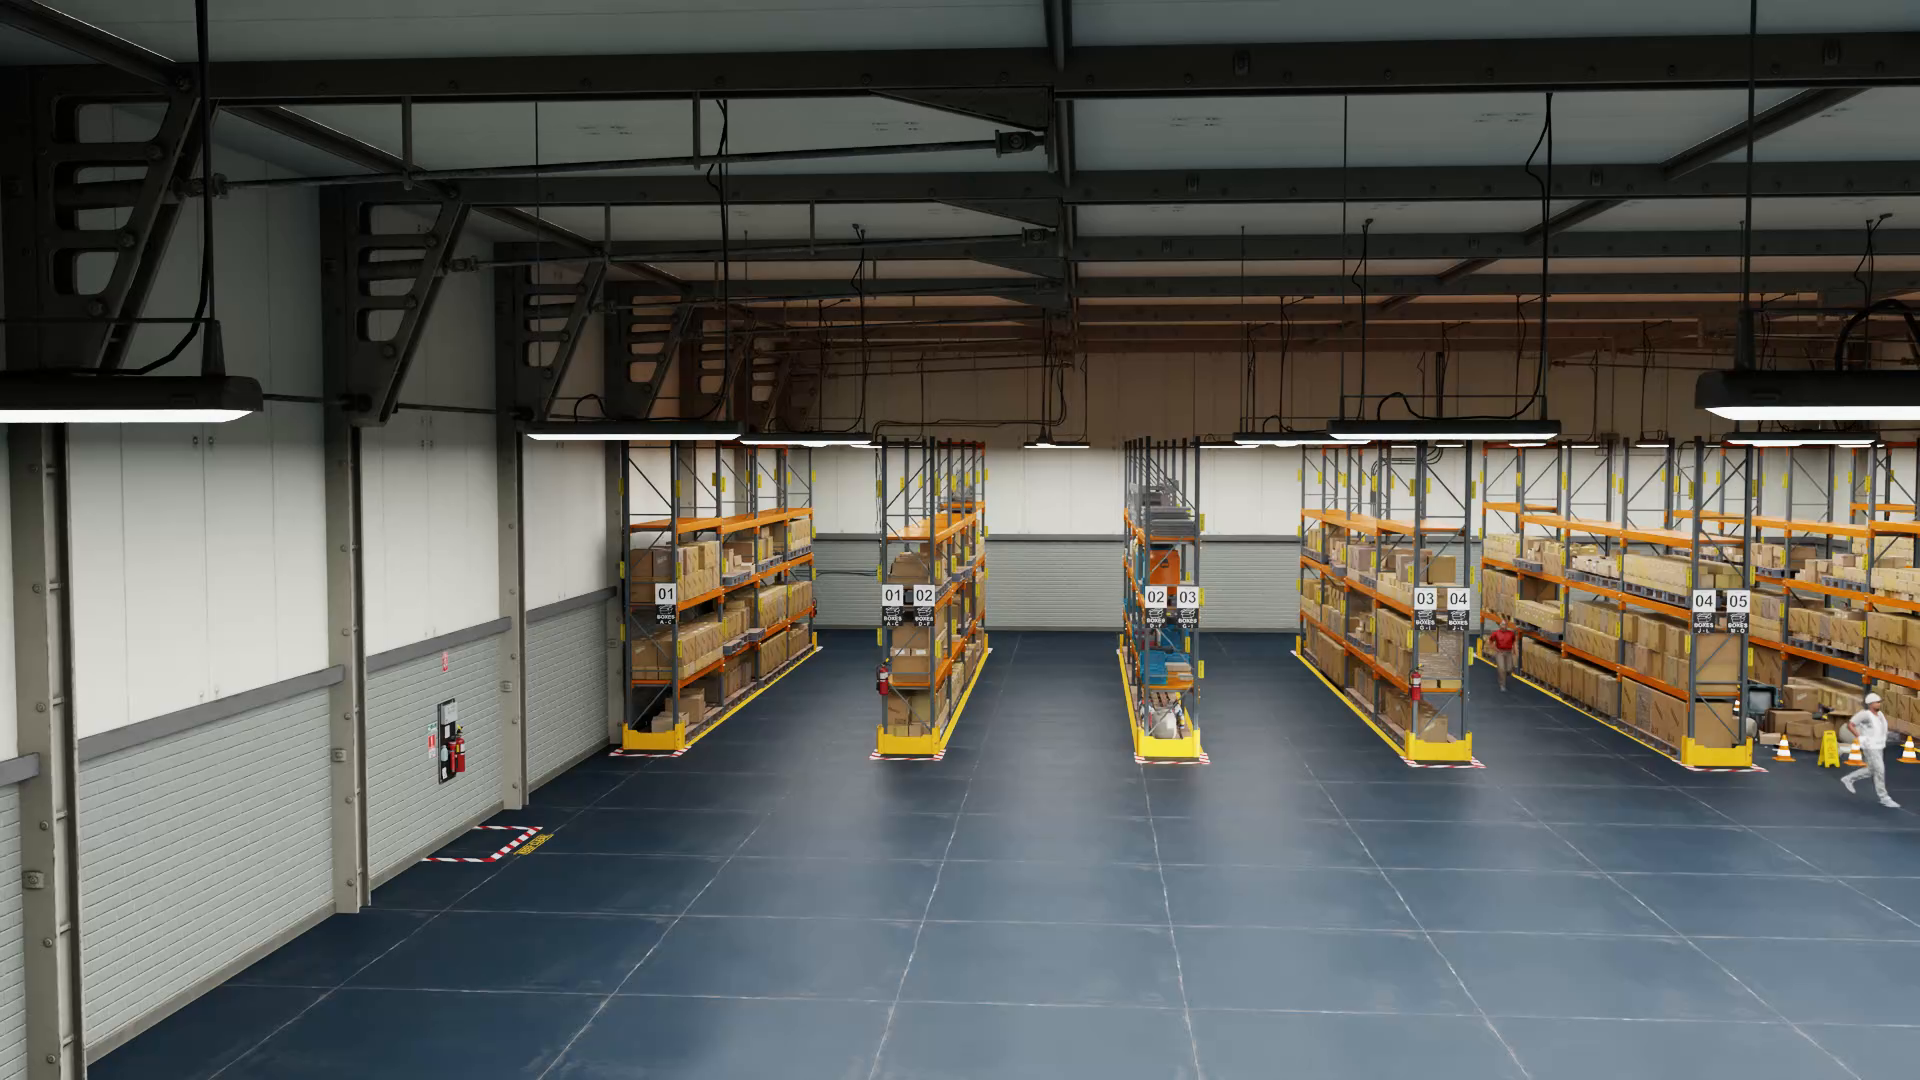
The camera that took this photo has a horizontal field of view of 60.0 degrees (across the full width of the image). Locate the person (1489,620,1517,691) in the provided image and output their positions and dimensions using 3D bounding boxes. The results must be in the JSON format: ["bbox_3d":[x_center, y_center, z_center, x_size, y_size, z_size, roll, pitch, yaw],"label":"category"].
[{"bbox_3d":[13.038,2.756,39.921,0.665,1.683,0.597,0,3,3],"label":"person"}]

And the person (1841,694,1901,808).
[{"bbox_3d":[14.789,3.384,26.989,0.672,1.787,0.979,-2,4,-36],"label":"person"}]
